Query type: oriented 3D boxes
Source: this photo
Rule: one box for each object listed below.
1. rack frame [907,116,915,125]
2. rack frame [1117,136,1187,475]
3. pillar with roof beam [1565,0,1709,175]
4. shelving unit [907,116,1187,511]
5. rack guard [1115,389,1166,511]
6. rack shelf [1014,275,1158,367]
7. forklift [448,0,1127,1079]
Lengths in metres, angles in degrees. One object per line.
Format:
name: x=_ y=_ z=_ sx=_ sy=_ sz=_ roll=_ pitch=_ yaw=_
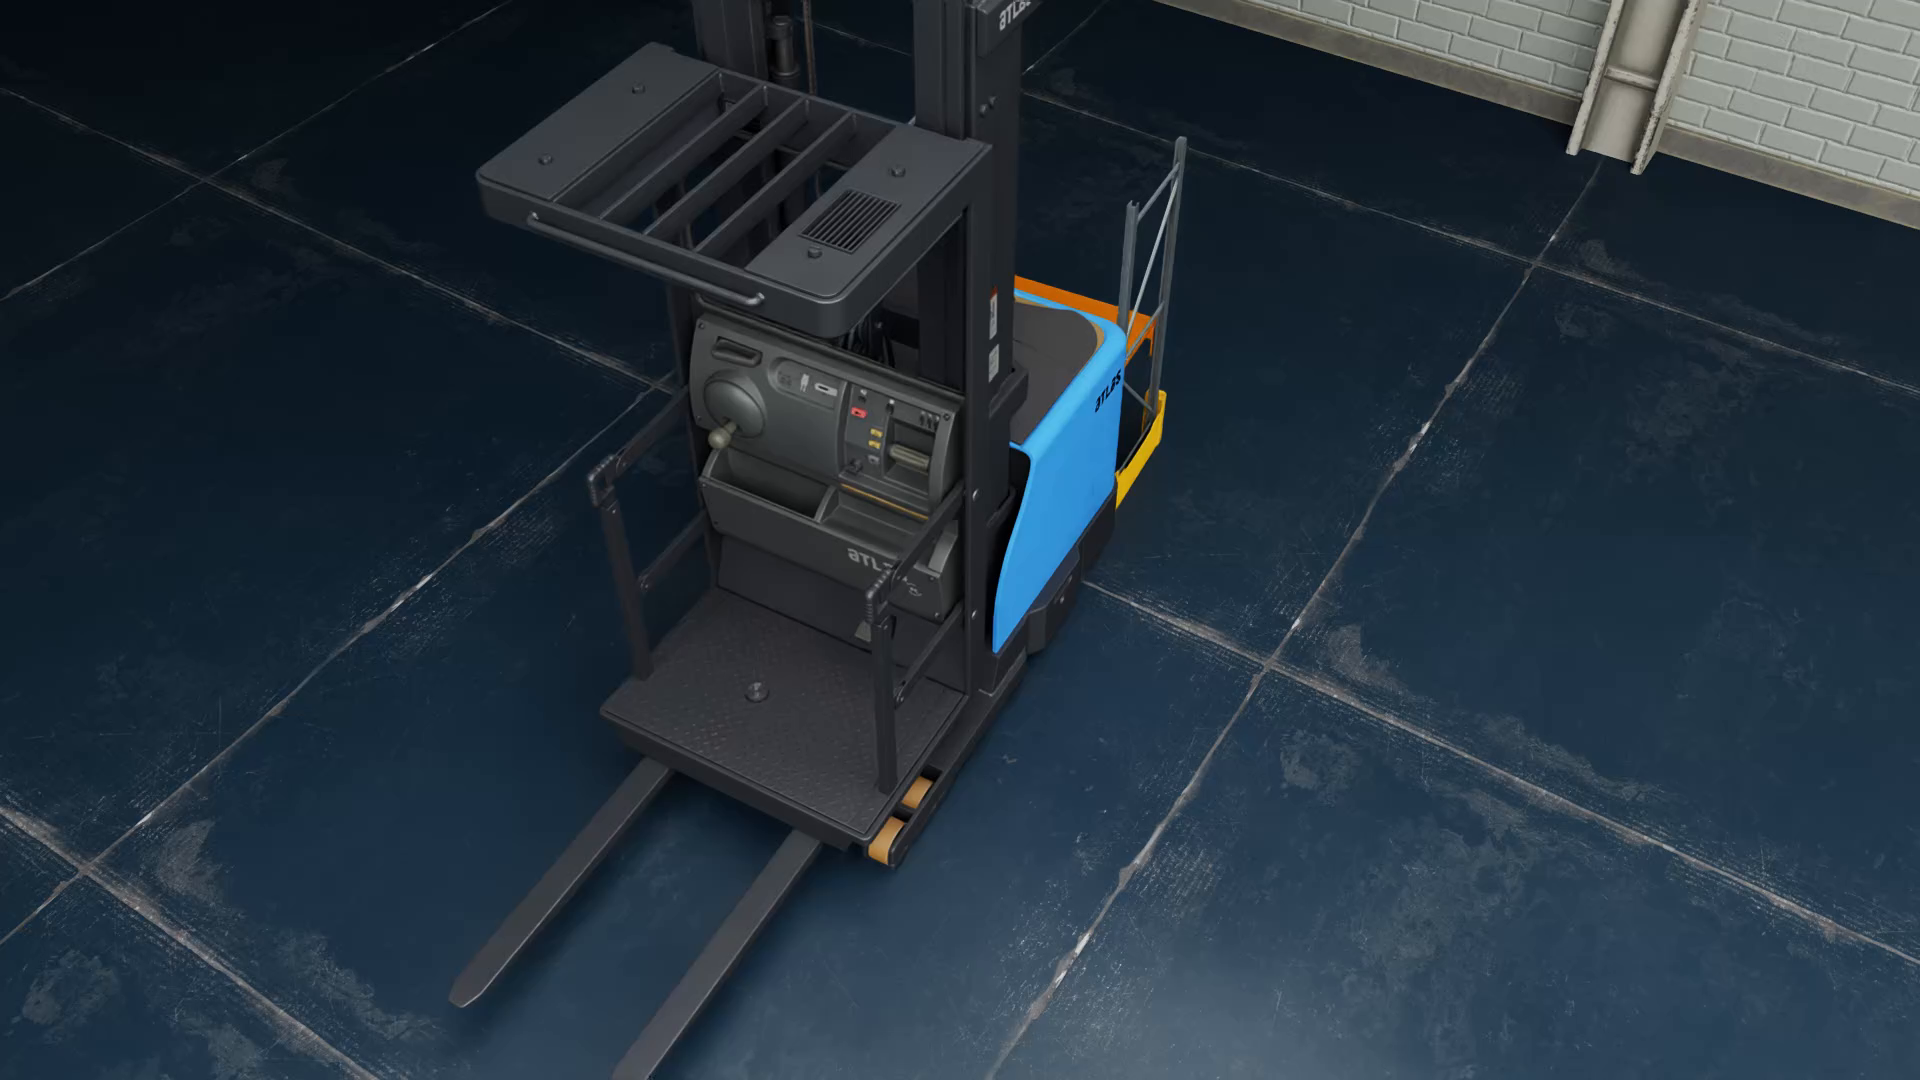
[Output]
rack frame: x=-0.199 y=-1.126 z=6.799 sx=0.032 sy=1.500 sz=0.500 roll=20 pitch=49 yaw=18
rack frame: x=0.707 y=-0.795 z=6.477 sx=0.032 sy=1.500 sz=0.500 roll=20 pitch=49 yaw=18
pillar with roof beam: x=1.101 y=-2.588 z=2.990 sx=0.400 sy=9.000 sz=9.100 roll=25 pitch=51 yaw=22
shelving unit: x=0.262 y=-0.958 z=6.635 sx=1.083 sy=1.500 sz=0.587 roll=20 pitch=49 yaw=18
rack guard: x=0.706 y=-0.360 z=6.926 sx=0.087 sy=0.250 sz=0.587 roll=20 pitch=49 yaw=18
rack shelf: x=0.254 y=-0.836 z=6.767 sx=1.000 sy=0.185 sz=0.538 roll=20 pitch=49 yaw=18
forklift: x=-0.537 y=-0.294 z=4.992 sx=1.130 sy=2.935 sz=3.031 roll=22 pitch=50 yaw=20
